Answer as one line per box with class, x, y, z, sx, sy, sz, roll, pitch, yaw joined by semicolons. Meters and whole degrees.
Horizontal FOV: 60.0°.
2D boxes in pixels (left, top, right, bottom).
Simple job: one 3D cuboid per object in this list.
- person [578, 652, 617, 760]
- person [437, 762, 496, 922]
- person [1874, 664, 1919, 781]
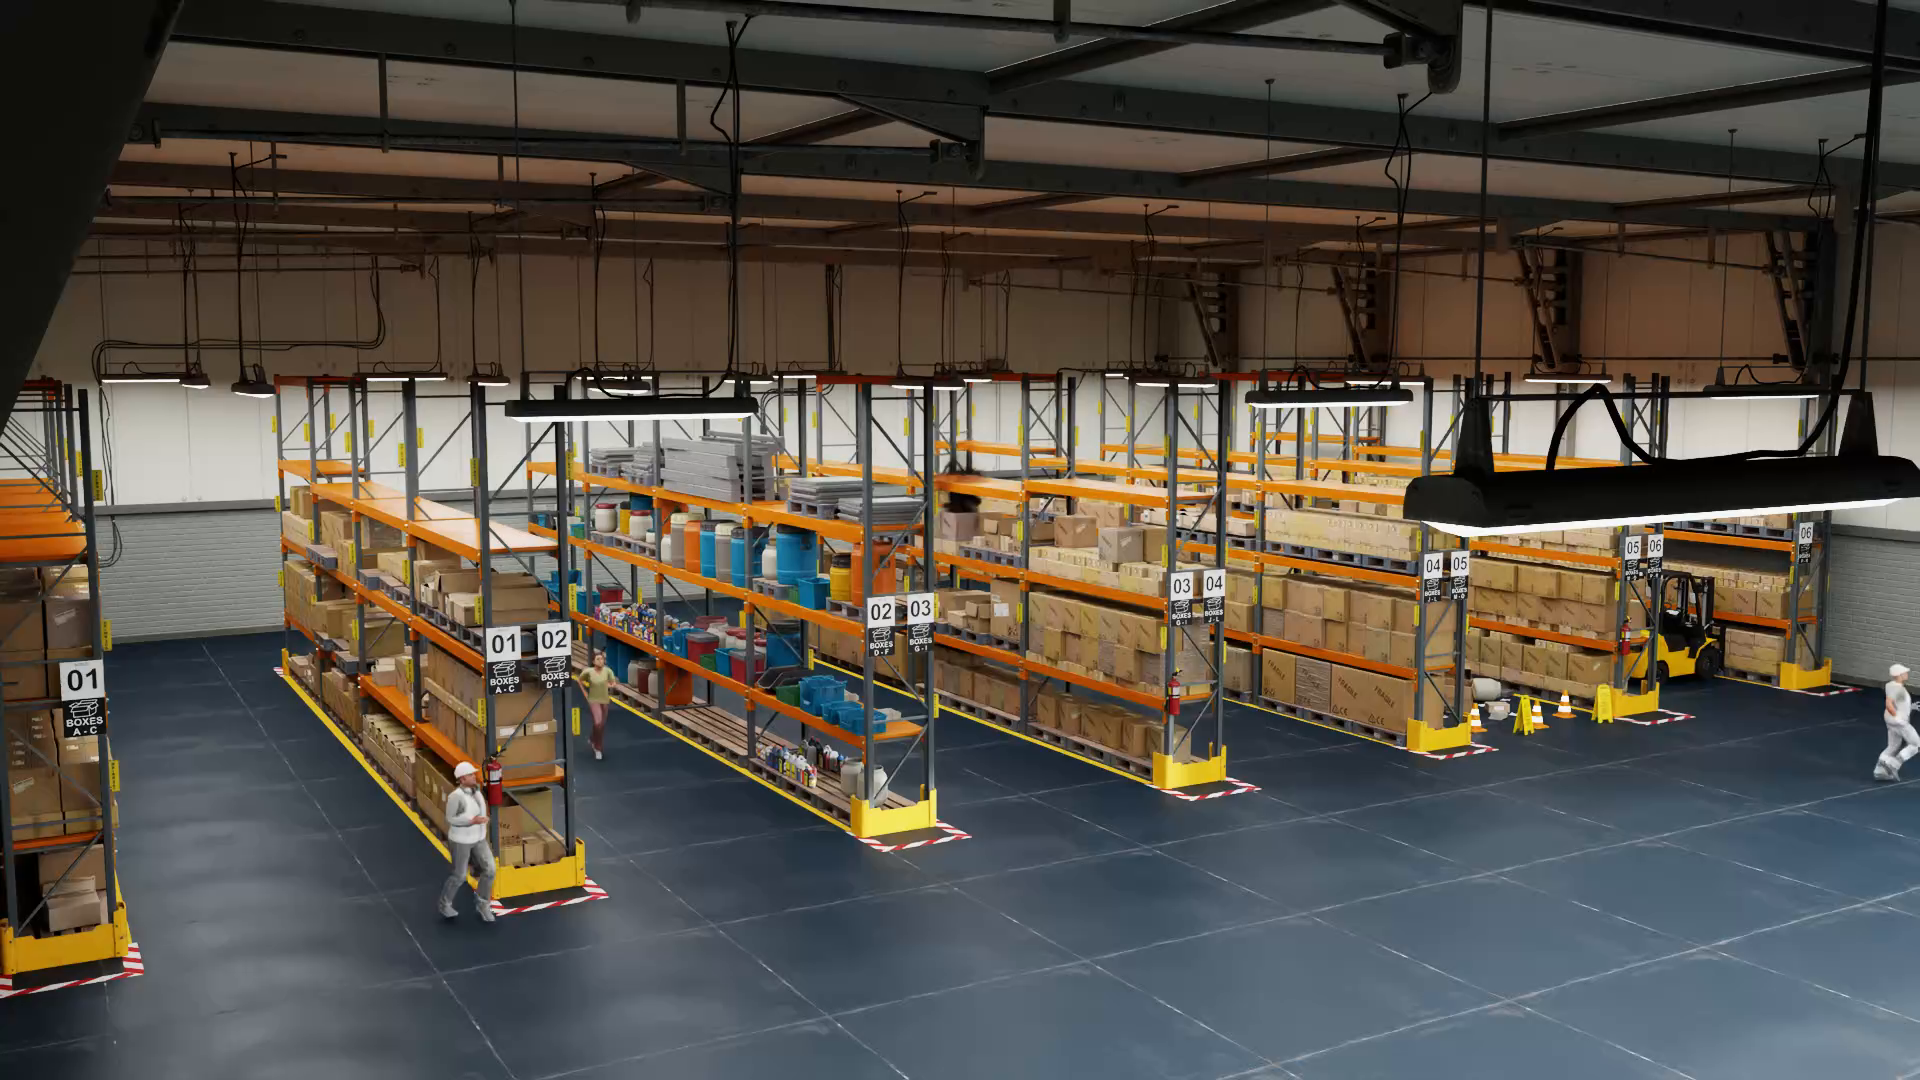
person;-5.770;2.621;26.531;0.556;1.702;0.787;-4;7;-32
person;-5.551;3.412;18.751;0.686;1.839;0.656;3;7;24
person;14.050;2.725;24.820;0.649;1.744;0.641;1;6;13
